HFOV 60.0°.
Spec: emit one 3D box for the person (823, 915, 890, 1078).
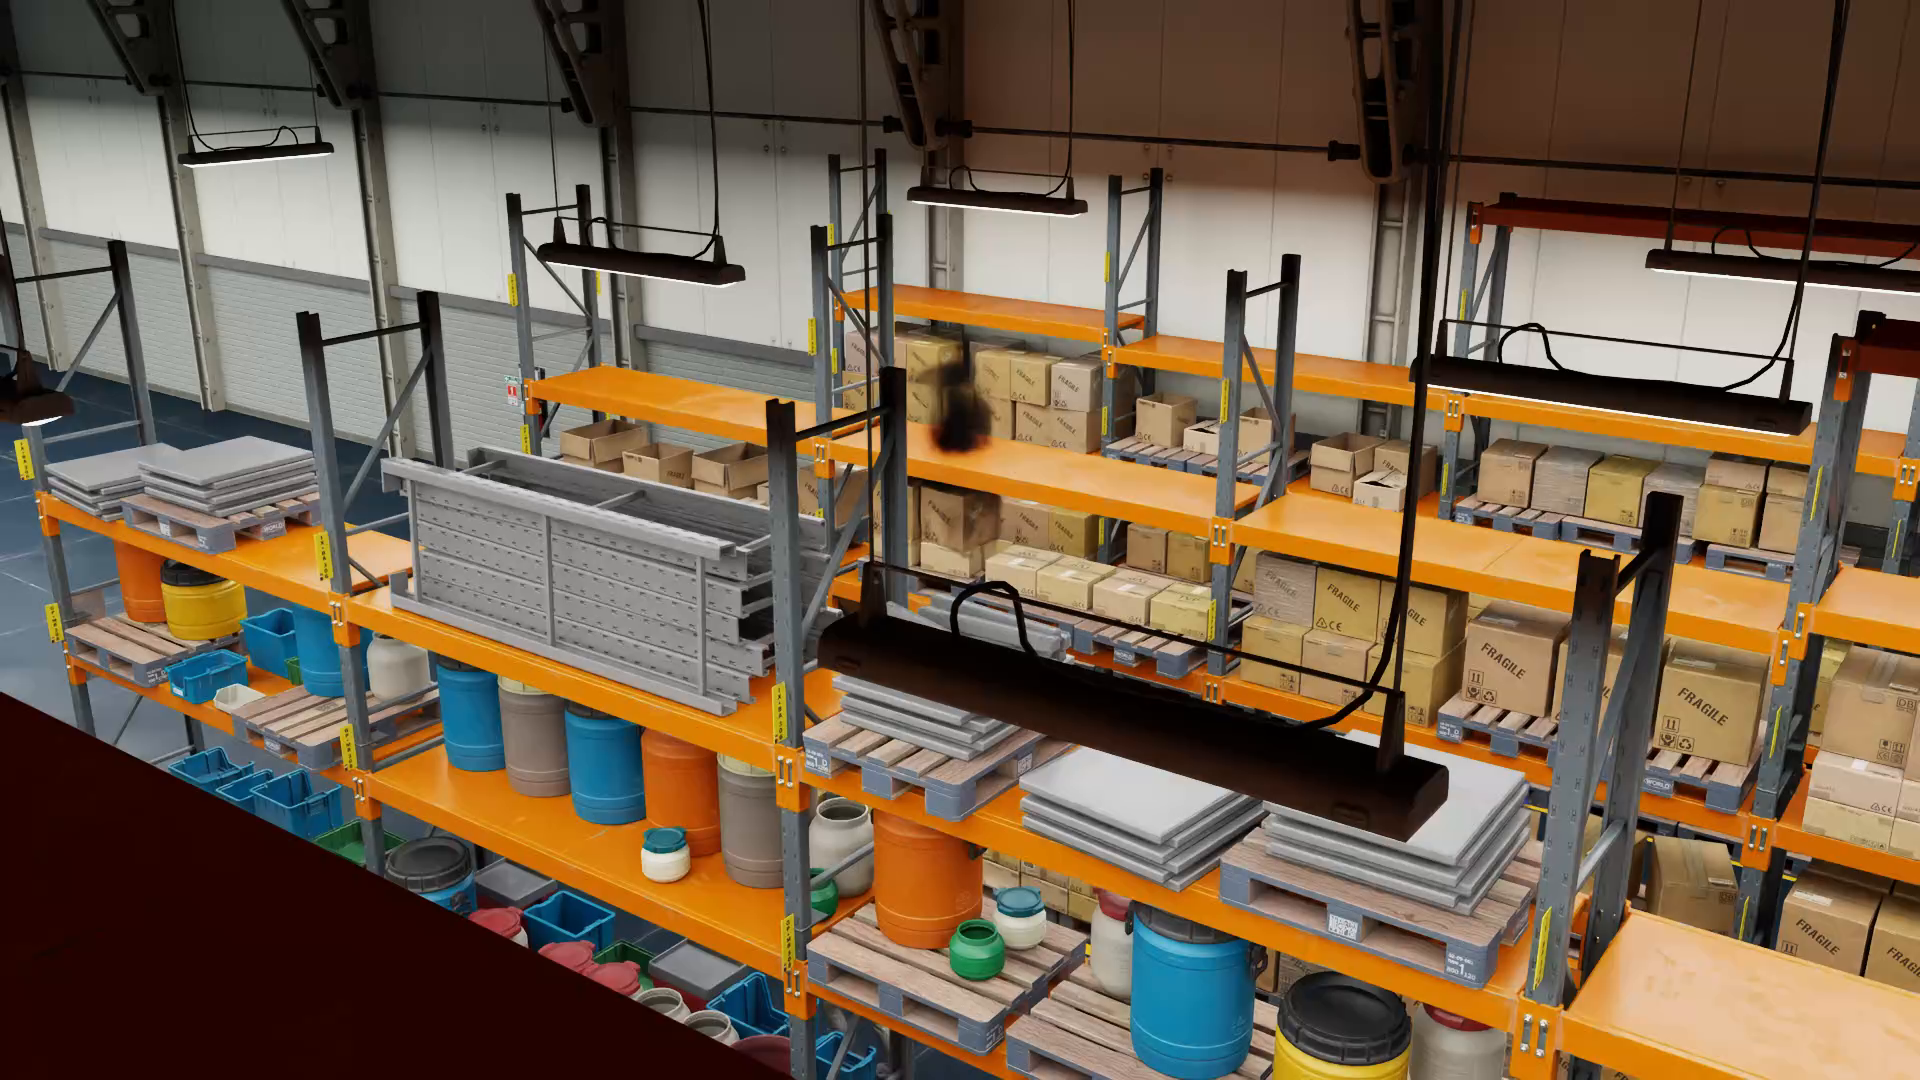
[{"bbox_3d":[-0.774,3.314,12.564,0.810,1.740,0.588,15,24,38],"label":"person"}]
